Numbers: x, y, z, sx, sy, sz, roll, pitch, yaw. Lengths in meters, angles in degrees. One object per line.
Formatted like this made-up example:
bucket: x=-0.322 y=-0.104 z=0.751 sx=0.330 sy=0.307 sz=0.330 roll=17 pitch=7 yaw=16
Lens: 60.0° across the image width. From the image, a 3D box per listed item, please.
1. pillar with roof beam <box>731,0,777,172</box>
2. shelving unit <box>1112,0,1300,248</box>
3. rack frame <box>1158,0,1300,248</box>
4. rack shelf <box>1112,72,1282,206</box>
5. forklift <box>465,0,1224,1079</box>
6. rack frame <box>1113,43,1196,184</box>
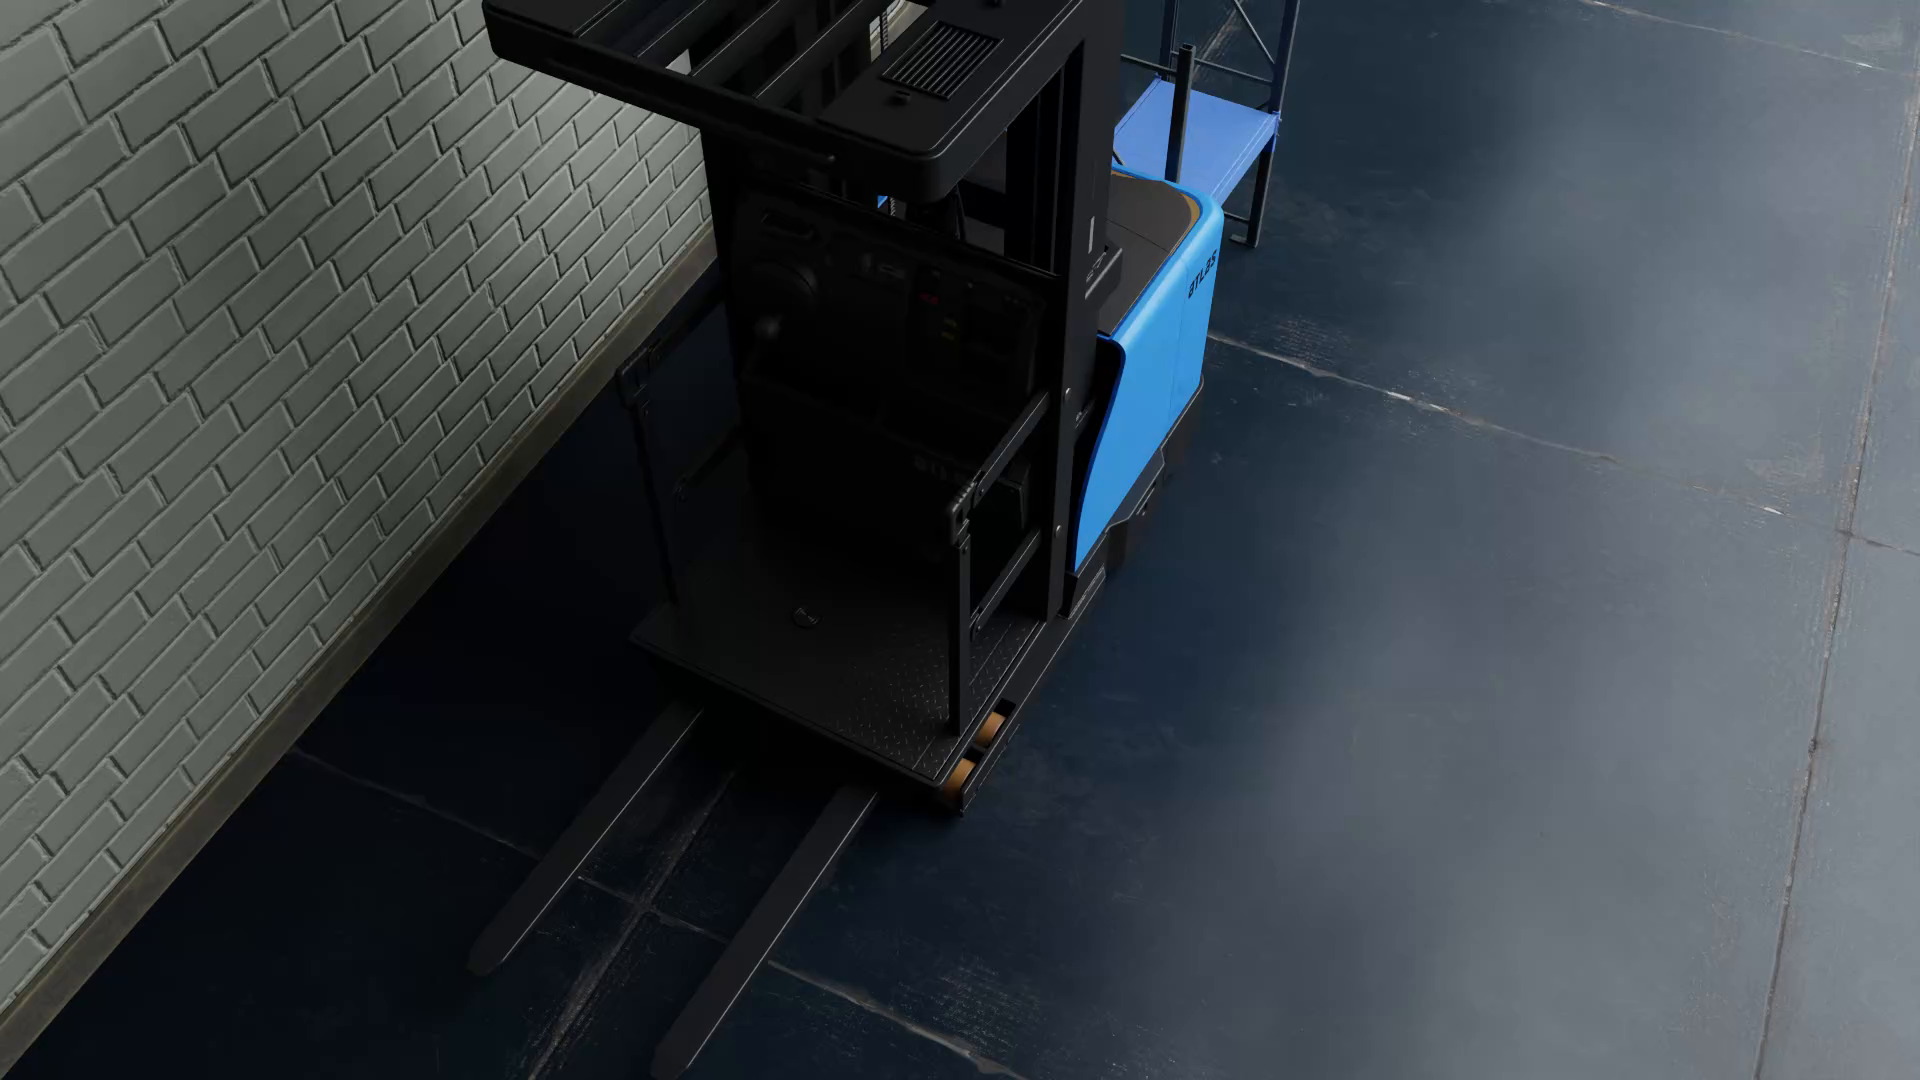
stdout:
pillar with roof beam: x=3.188 y=-2.900 z=2.309 sx=9.100 sy=9.000 sz=0.400 roll=20 pitch=52 yaw=16
shelving unit: x=0.740 y=-1.436 z=5.987 sx=0.538 sy=1.500 sz=1.048 roll=23 pitch=53 yaw=18
rack frame: x=0.988 y=-1.774 z=6.275 sx=0.500 sy=1.500 sz=0.032 roll=23 pitch=53 yaw=18
rack shelf: x=0.740 y=-1.319 z=6.124 sx=0.538 sy=0.185 sz=1.000 roll=23 pitch=53 yaw=18
forklift: x=-0.305 y=-0.534 z=4.280 sx=1.130 sy=2.935 sz=3.031 roll=23 pitch=53 yaw=18
rack frame: x=0.493 y=-1.098 z=5.699 sx=0.500 sy=1.500 sz=0.032 roll=23 pitch=53 yaw=18
